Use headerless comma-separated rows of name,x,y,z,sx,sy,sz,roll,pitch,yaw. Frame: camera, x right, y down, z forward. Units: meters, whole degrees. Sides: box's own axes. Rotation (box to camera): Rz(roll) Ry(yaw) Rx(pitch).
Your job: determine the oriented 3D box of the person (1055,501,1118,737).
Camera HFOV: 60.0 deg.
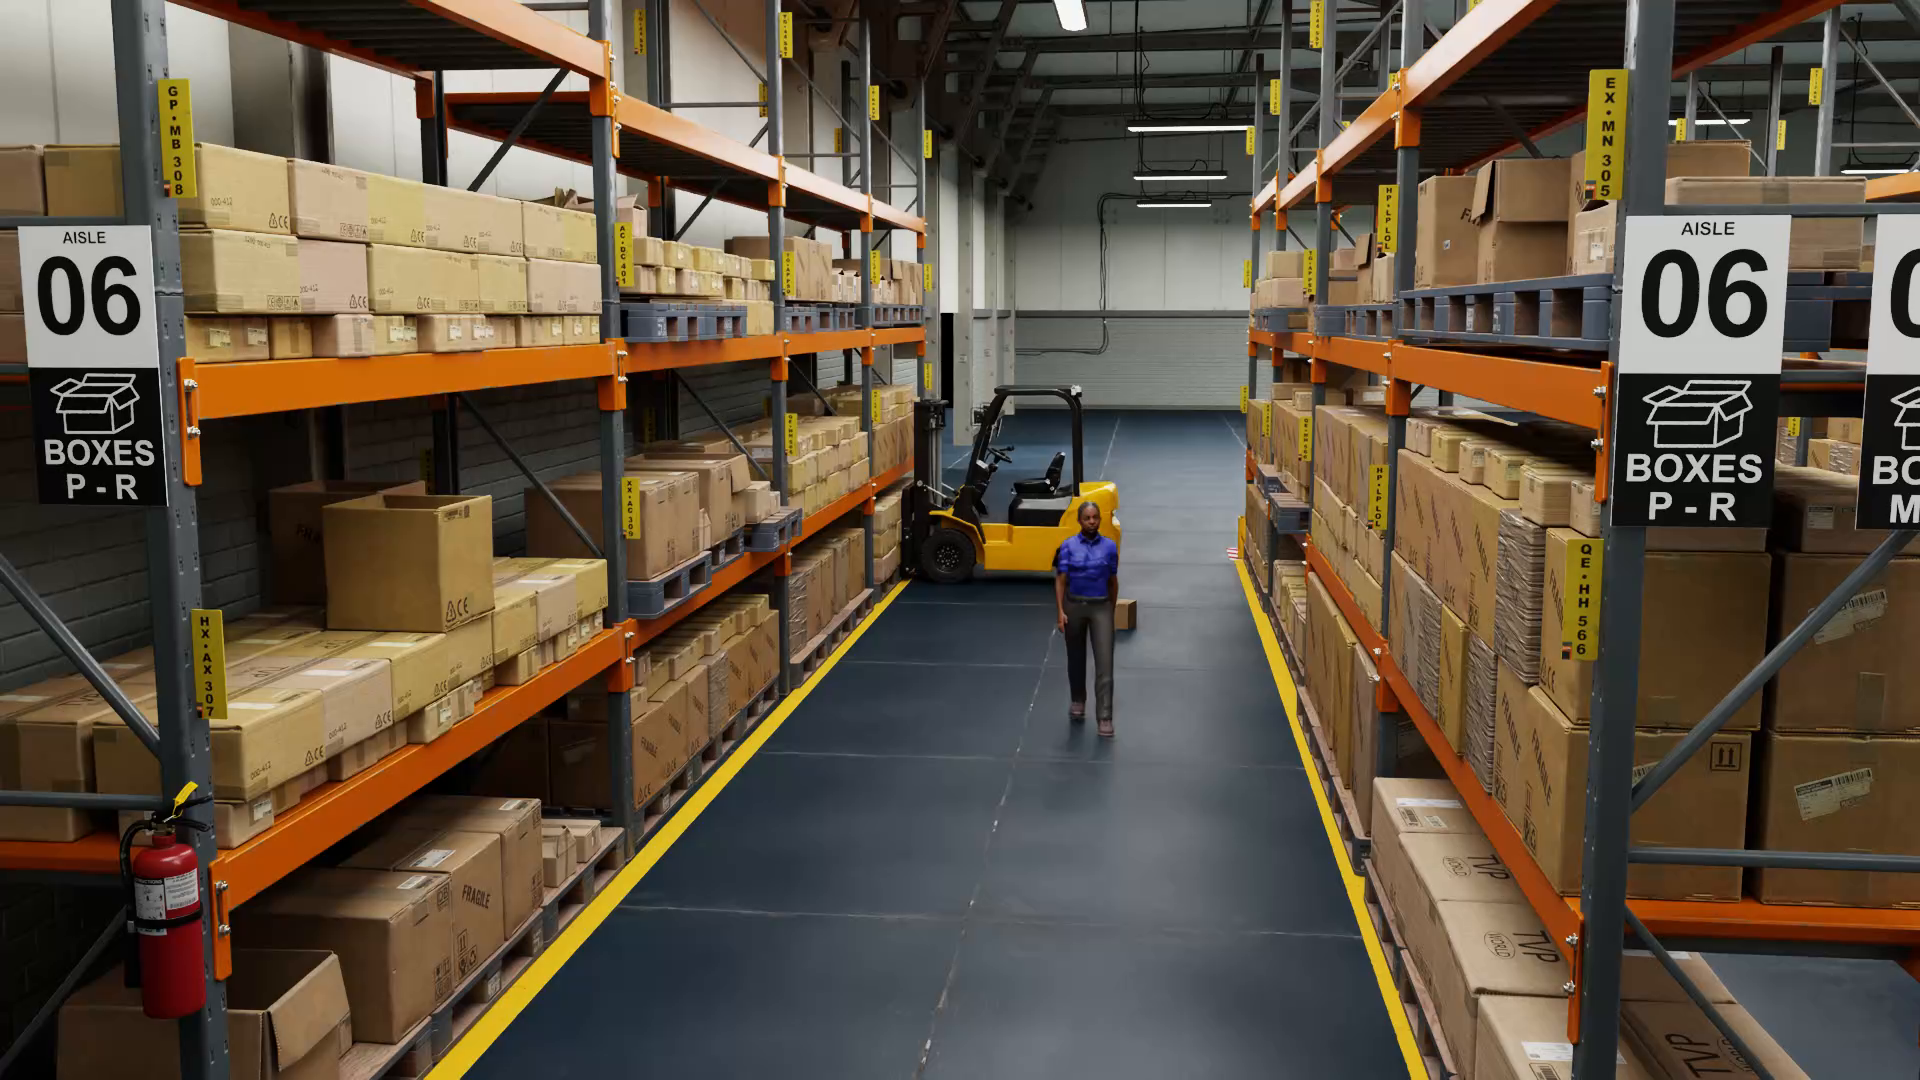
person,0.902,0.529,11.832,0.456,1.601,0.946,0,8,3
